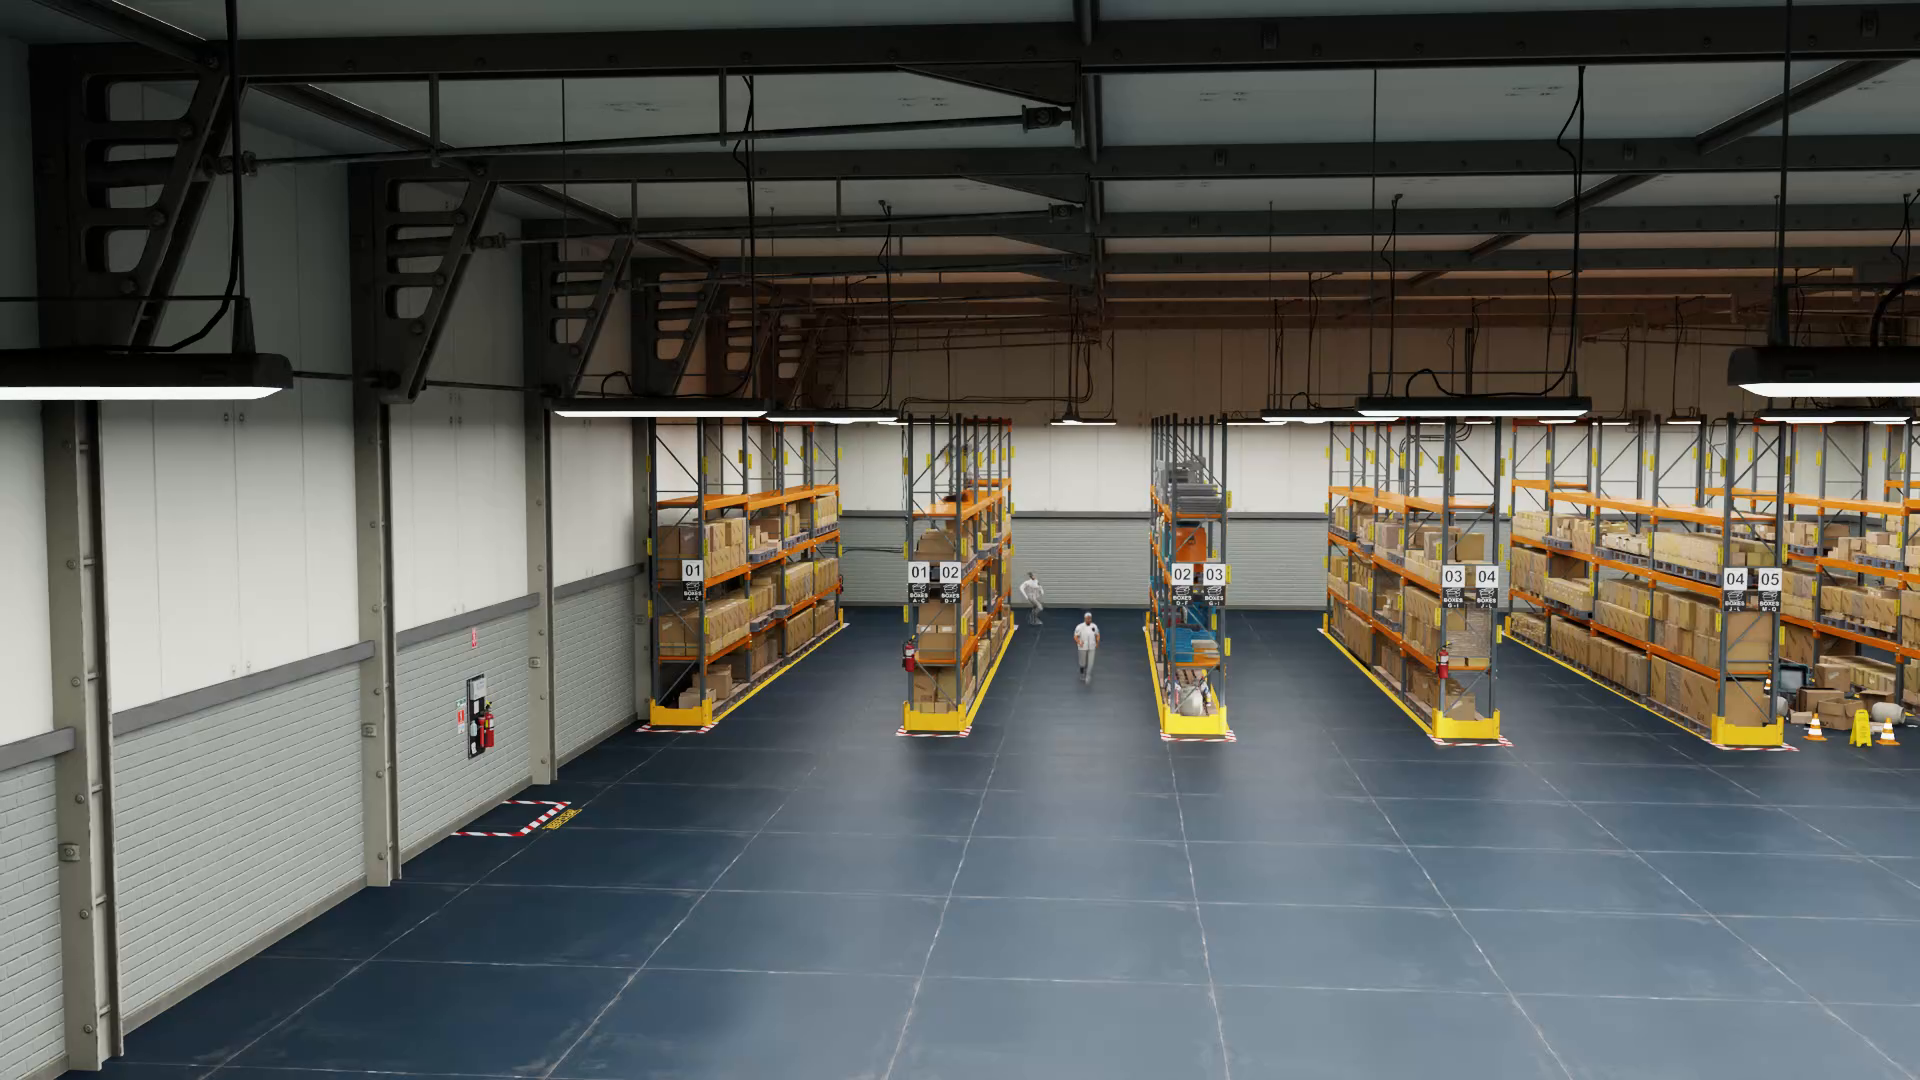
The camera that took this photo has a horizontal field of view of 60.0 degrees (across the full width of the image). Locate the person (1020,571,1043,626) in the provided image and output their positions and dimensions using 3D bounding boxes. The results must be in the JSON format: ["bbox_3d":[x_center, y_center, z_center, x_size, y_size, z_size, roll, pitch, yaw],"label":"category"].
[{"bbox_3d":[2.119,1.689,48.207,0.691,1.630,0.742,3,5,39],"label":"person"}]

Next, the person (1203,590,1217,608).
[{"bbox_3d":[7.571,1.586,49.770,0.837,1.600,0.683,2,4,30],"label":"person"}]

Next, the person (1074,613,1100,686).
[{"bbox_3d":[2.839,2.428,37.042,0.595,1.609,0.561,0,4,-4],"label":"person"}]
